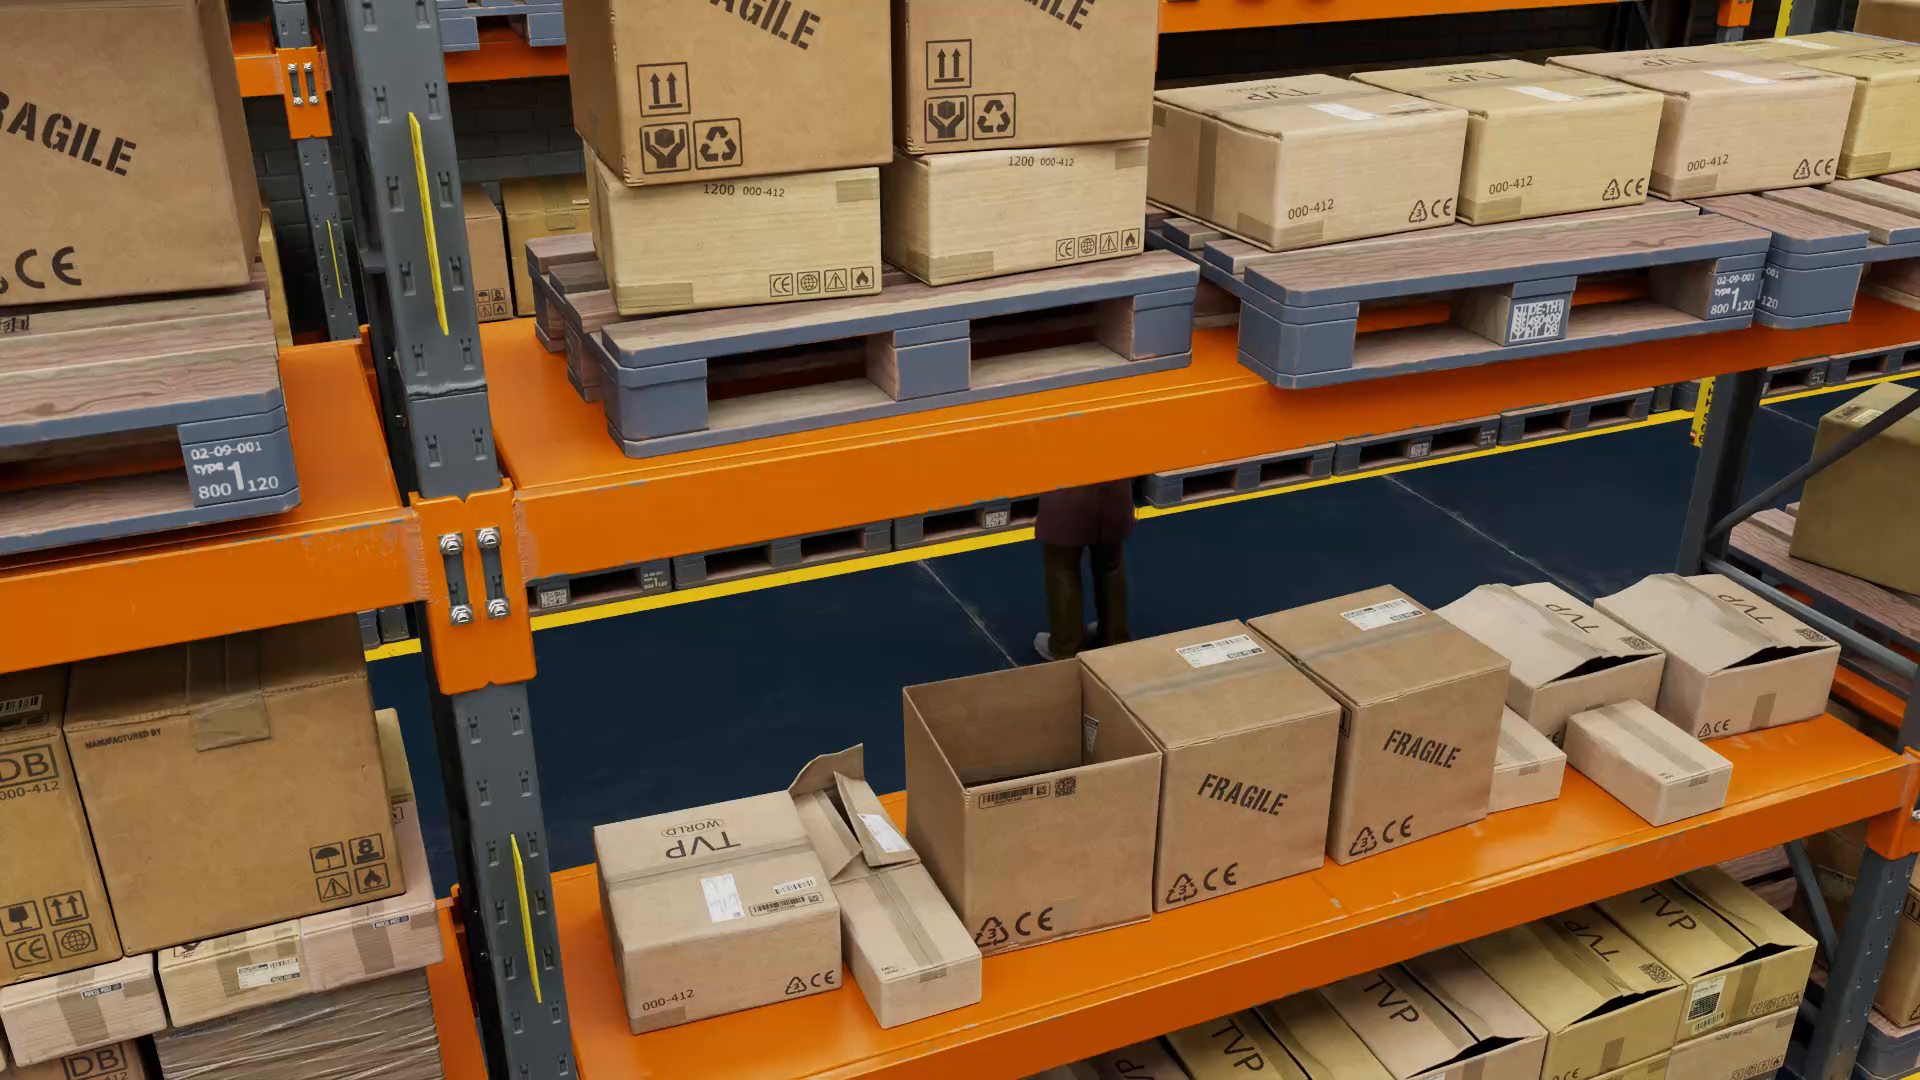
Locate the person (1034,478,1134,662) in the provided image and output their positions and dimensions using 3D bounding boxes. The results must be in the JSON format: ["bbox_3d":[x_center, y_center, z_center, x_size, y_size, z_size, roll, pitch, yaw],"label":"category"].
[{"bbox_3d":[0.533,-0.271,7.693,0.537,1.775,0.554,-11,28,-21],"label":"person"}]
